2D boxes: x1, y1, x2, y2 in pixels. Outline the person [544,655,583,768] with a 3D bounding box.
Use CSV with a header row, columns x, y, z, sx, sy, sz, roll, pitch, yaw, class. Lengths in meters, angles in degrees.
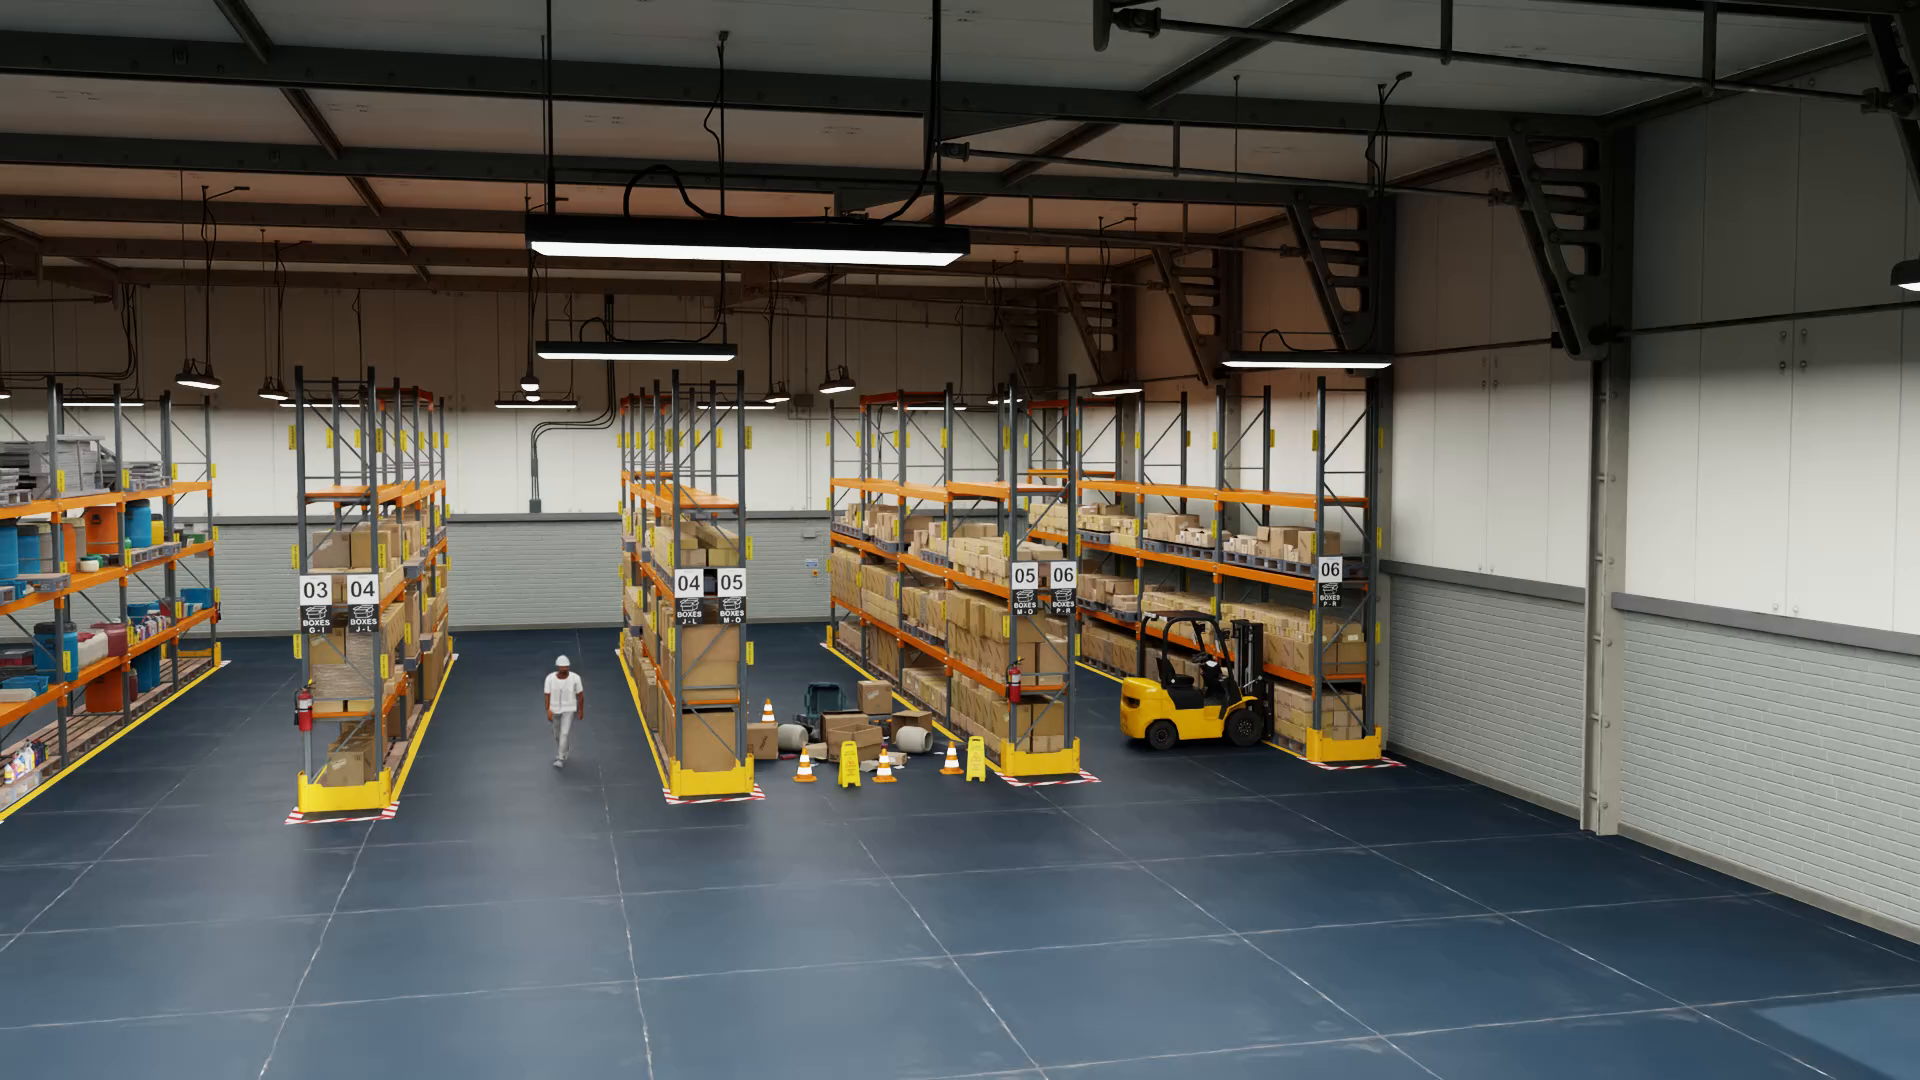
x,y,z,sx,sy,sz,roll,pitch,yaw,class
-6.135,2.622,25.615,0.558,1.692,1.110,0,3,1,person
